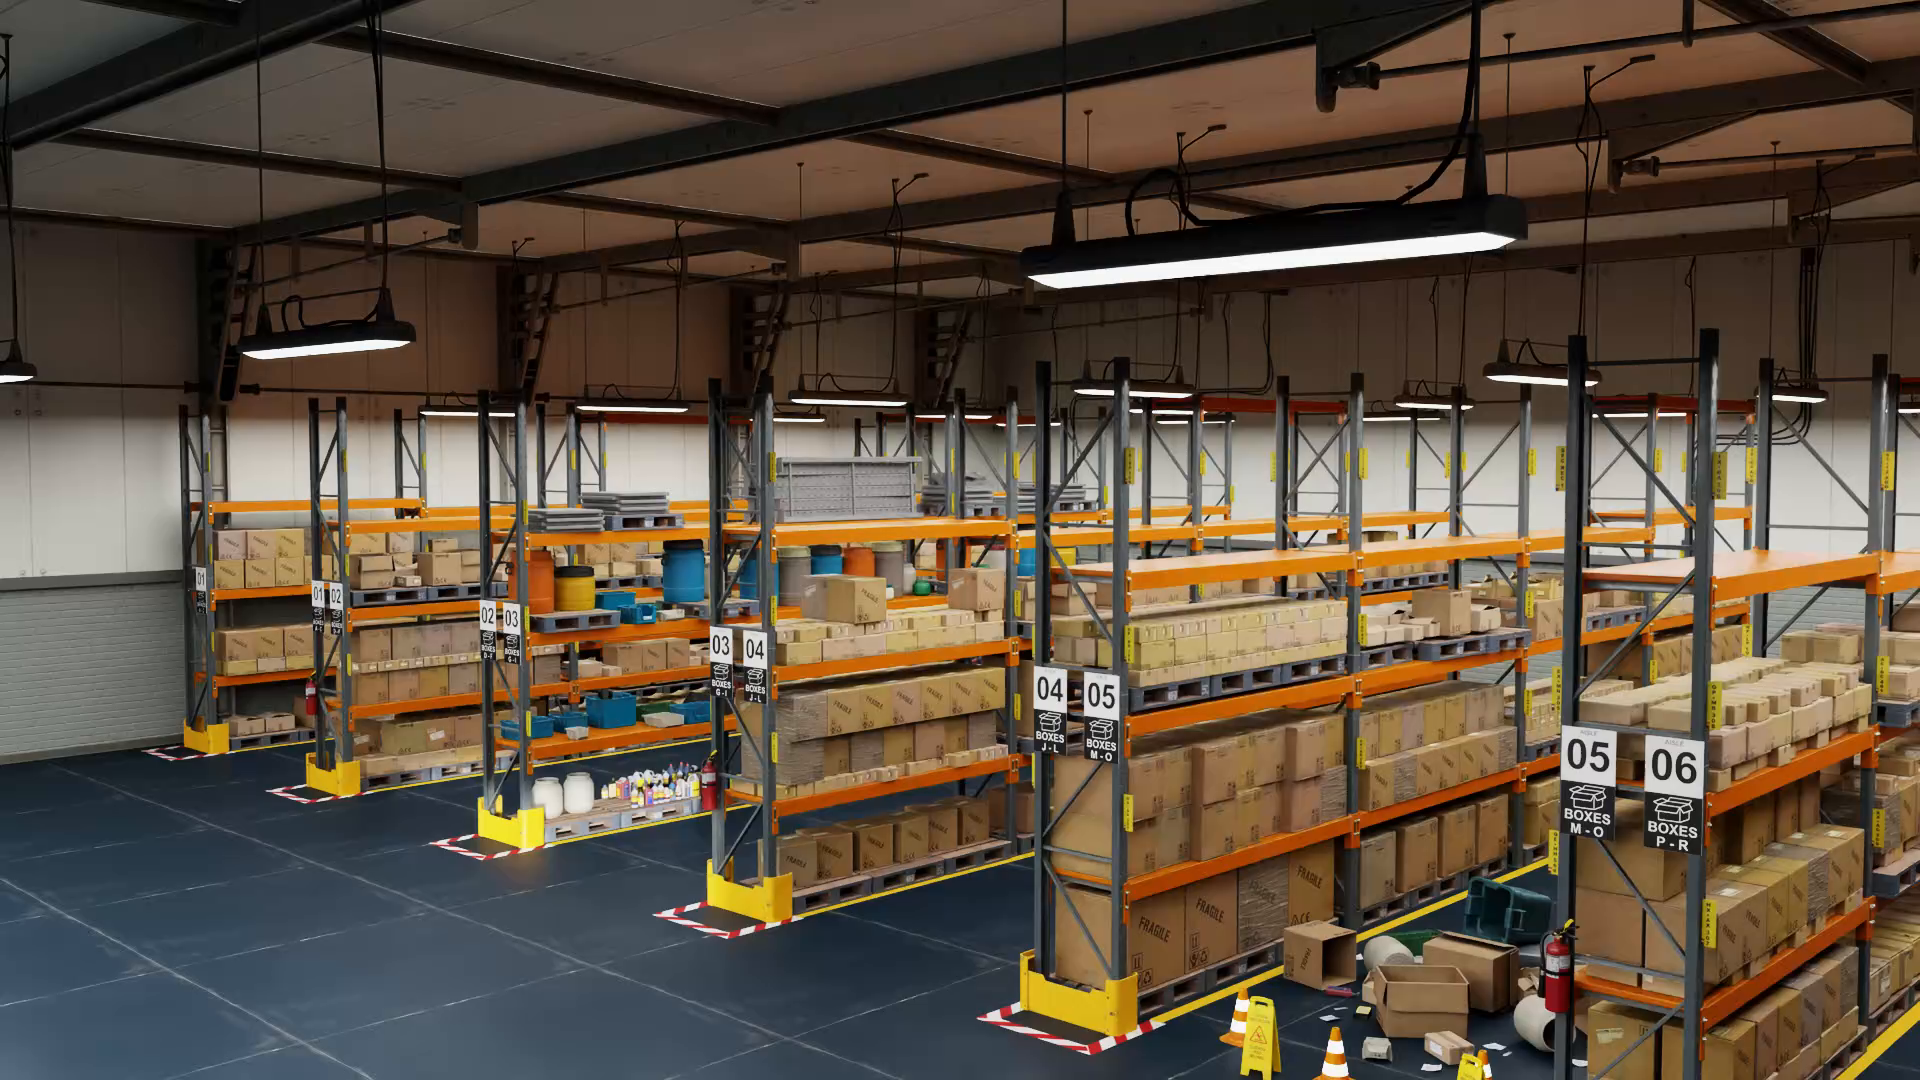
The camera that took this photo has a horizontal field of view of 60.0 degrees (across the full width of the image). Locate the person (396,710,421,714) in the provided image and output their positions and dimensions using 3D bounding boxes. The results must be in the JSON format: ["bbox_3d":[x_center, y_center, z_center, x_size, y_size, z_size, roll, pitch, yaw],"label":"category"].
[{"bbox_3d":[-9.328,2.797,28.093,0.538,1.831,0.468,1,3,10],"label":"person"}]
